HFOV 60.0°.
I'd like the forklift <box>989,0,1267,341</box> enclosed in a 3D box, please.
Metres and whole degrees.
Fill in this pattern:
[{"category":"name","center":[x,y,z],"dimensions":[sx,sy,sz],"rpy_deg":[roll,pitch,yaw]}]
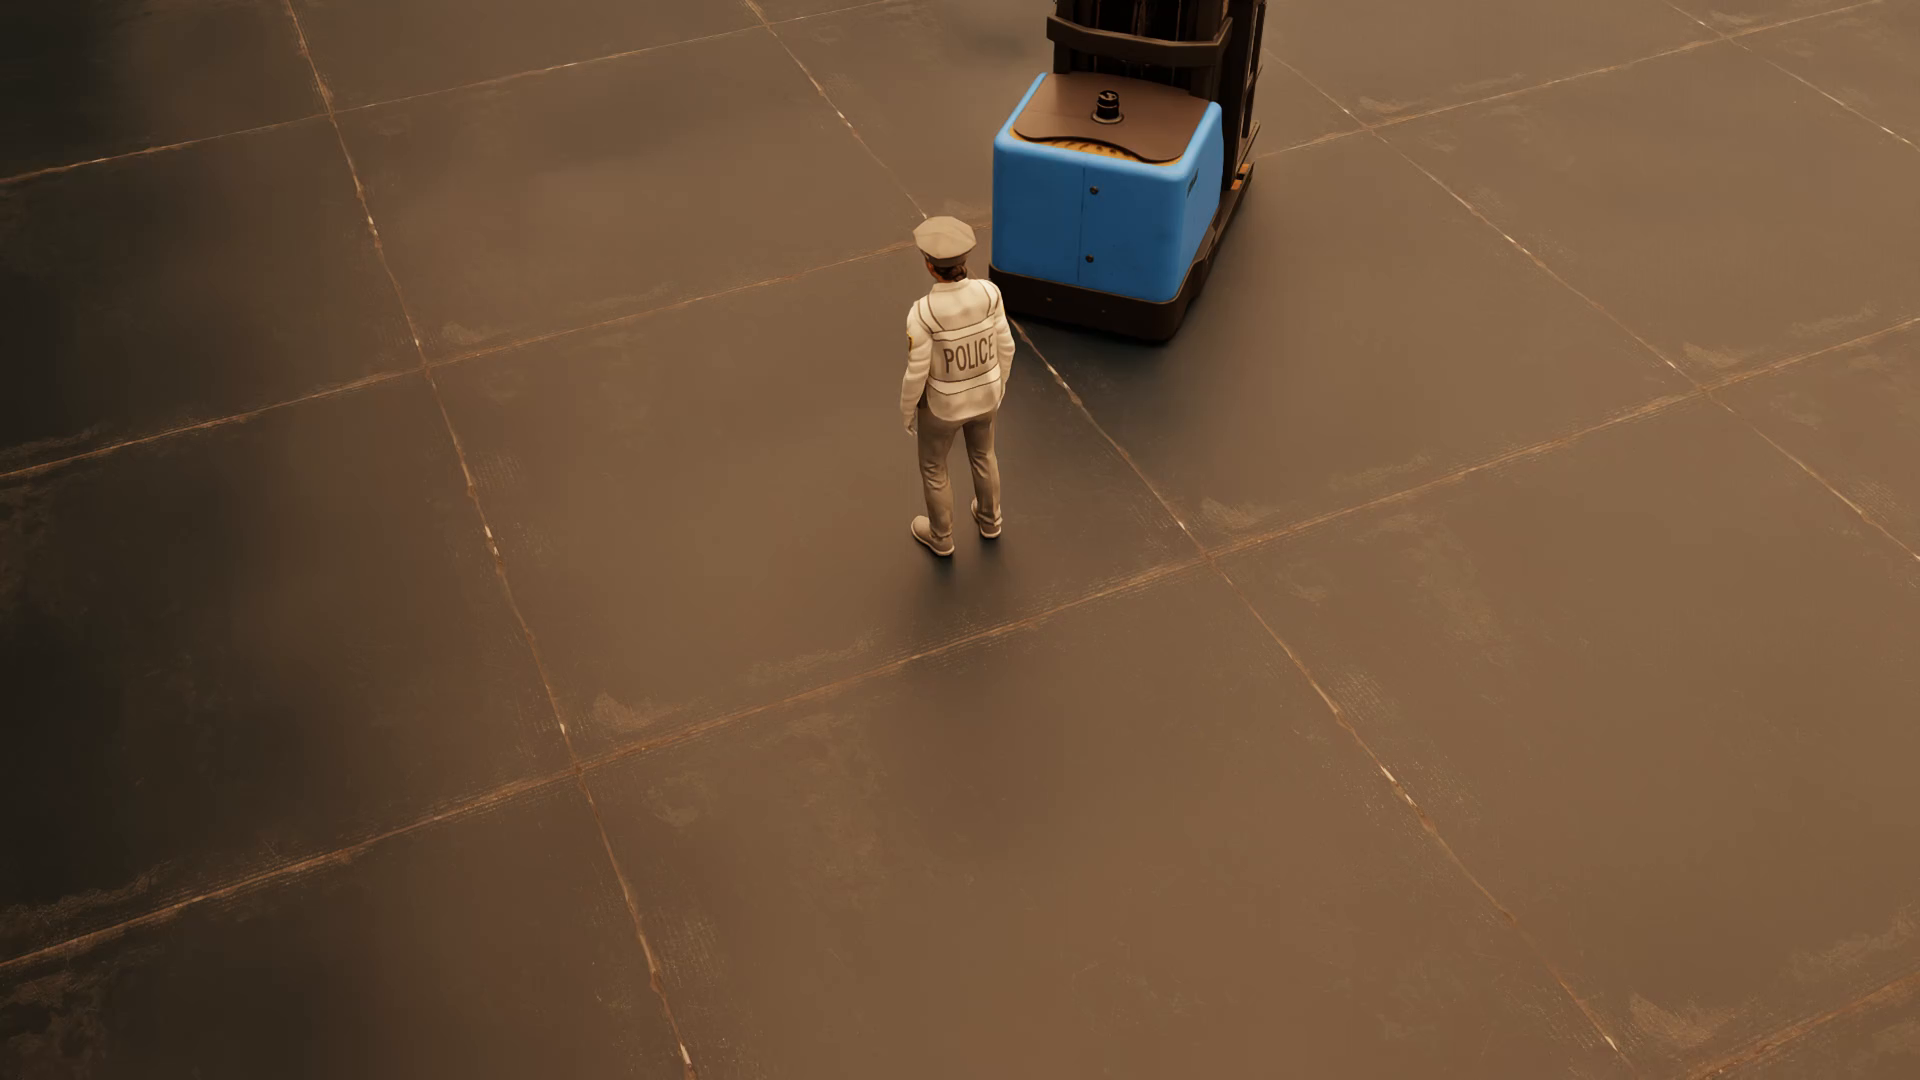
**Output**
[{"category":"forklift","center":[1.139,-3.152,9.058],"dimensions":[1.130,2.935,3.031],"rpy_deg":[14,45,15]}]

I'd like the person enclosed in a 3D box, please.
[{"category":"person","center":[-0.022,-0.622,7.278],"dimensions":[0.529,1.663,0.372],"rpy_deg":[-19,46,-19]}]
